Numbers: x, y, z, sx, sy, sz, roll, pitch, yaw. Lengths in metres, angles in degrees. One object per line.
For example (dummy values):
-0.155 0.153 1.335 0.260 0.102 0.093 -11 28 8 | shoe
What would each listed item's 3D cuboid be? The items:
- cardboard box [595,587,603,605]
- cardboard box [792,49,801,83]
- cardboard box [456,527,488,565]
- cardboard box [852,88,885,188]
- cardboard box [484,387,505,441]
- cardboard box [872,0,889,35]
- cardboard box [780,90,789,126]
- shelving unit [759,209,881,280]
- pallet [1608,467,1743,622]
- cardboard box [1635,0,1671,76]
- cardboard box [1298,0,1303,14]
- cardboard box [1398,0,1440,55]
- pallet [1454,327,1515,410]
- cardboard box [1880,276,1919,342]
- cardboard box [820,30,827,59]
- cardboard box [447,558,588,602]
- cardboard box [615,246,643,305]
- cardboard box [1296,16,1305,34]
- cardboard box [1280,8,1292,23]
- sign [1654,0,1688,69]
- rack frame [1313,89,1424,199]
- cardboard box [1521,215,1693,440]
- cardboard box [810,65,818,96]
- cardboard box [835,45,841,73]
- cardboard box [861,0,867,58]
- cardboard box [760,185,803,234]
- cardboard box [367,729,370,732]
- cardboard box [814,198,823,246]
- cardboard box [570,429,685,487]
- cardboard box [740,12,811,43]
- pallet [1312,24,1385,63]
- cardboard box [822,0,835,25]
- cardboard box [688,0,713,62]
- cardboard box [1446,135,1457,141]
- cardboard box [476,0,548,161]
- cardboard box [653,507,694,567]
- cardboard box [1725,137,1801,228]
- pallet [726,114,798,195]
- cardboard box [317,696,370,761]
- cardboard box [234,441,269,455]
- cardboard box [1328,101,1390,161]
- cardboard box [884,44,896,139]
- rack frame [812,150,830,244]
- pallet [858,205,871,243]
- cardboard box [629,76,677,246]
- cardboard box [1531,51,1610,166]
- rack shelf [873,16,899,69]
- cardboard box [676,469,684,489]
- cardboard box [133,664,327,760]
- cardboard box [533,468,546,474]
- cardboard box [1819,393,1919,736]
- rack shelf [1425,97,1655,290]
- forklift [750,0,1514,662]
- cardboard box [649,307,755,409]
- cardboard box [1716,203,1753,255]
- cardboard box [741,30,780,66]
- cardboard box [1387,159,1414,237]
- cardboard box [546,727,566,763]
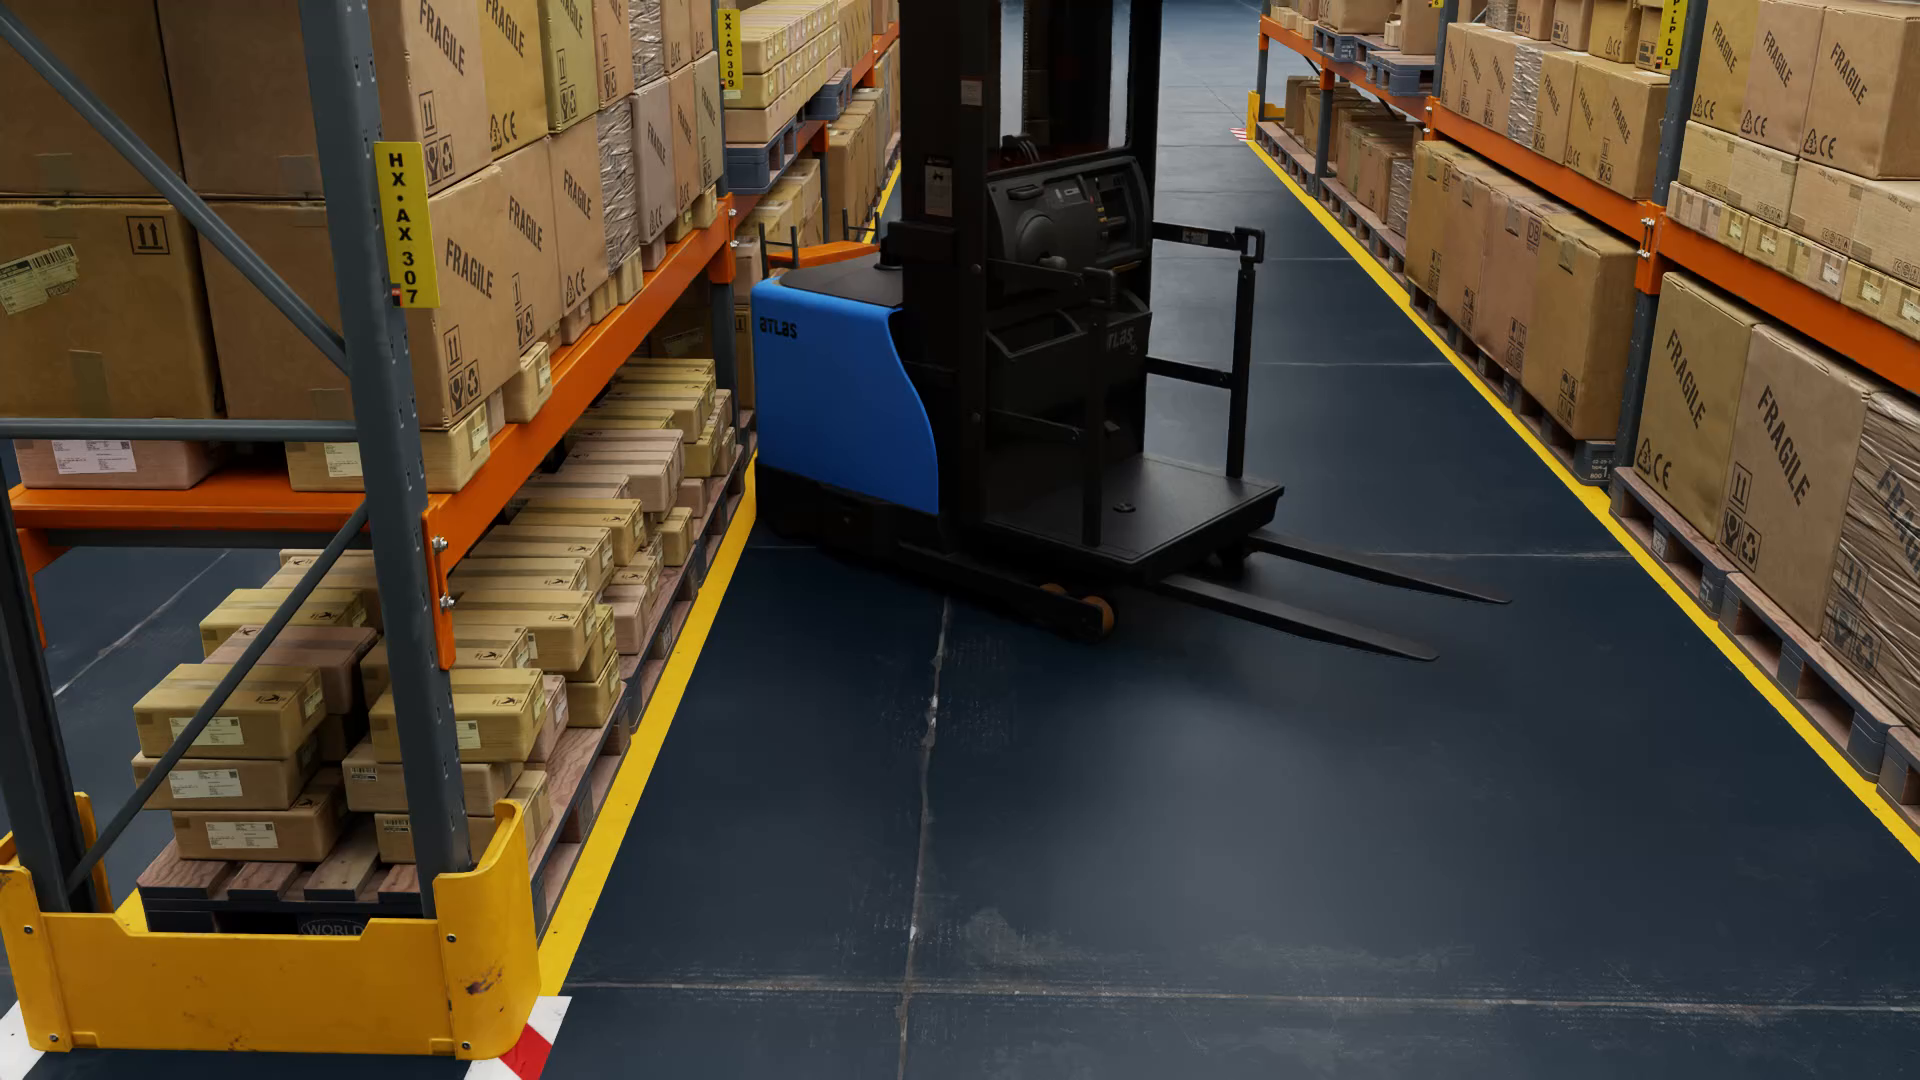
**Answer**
-1.351 0.210 5.290 0.380 0.149 0.250 0 21 -1 | cardboard box
-1.017 -2.401 8.426 0.380 0.149 0.250 1 21 4 | cardboard box
-1.785 -0.030 5.497 0.380 0.149 0.250 0 21 0 | cardboard box
-1.201 -3.482 14.385 1.050 0.750 0.750 1 21 1 | cardboard box
-1.333 -0.310 4.029 0.380 0.149 0.250 1 21 4 | cardboard box
-1.144 -5.157 15.965 0.875 0.550 0.550 1 21 2 | cardboard box
-1.029 -2.074 7.995 0.380 0.149 0.250 1 21 2 | cardboard box
-0.598 -0.866 7.581 0.258 1.200 0.503 15 26 42 | shelving unit
3.338 -0.002 6.743 1.003 0.211 1.213 1 21 2 | pallet
3.451 -2.322 7.341 0.797 0.503 0.637 0 21 0 | cardboard box
3.780 -5.359 16.144 0.875 0.500 0.500 1 21 2 | cardboard box
3.455 -3.664 11.606 0.700 0.500 0.500 4 22 10 | cardboard box
3.422 -0.999 9.311 1.003 0.211 1.213 1 21 2 | pallet
3.047 -0.698 5.029 0.380 0.149 0.250 1 21 3 | cardboard box
-0.973 -2.866 9.623 0.380 0.149 0.250 1 21 2 | cardboard box
-1.332 0.168 4.989 0.380 0.149 0.250 0 21 -1 | cardboard box
-1.265 -0.879 5.494 0.380 0.149 0.250 1 21 3 | cardboard box
3.456 -4.975 16.052 0.380 0.149 0.250 1 21 2 | cardboard box
3.522 -5.427 17.216 0.380 0.149 0.250 1 21 2 | cardboard box
2.897 -2.082 6.757 0.100 0.325 0.005 1 21 2 | sign
3.683 -4.469 14.400 1.000 3.000 0.127 1 21 2 | rack frame
3.439 -1.013 7.851 1.225 0.875 0.875 1 21 2 | cardboard box
-0.993 -2.545 9.209 0.380 0.149 0.250 1 21 3 | cardboard box
-0.949 -3.009 10.404 0.380 0.149 0.250 1 21 3 | cardboard box
-1.036 -4.233 13.652 0.500 0.500 0.500 0 21 1 | cardboard box
-1.188 -1.878 9.559 0.500 0.250 0.500 1 21 3 | cardboard box
-1.828 0.531 4.875 0.380 0.149 0.250 1 21 1 | cardboard box
-1.152 -1.904 10.663 0.500 0.500 0.500 1 21 1 | cardboard box
-1.236 -0.305 6.208 0.380 0.149 0.250 0 21 -1 | cardboard box
-1.000 -2.726 8.852 0.380 0.149 0.250 1 21 3 | cardboard box
3.514 -4.105 13.727 1.003 0.211 1.213 1 21 2 | pallet
-0.960 -3.197 10.066 0.380 0.149 0.250 0 21 1 | cardboard box
-1.259 -2.146 6.482 0.500 0.500 0.500 0 21 0 | cardboard box
3.552 -2.655 11.535 0.500 0.250 0.500 1 21 4 | cardboard box
-1.349 -1.215 4.081 0.500 0.500 0.500 1 21 3 | cardboard box
-1.218 -0.015 6.280 0.380 0.149 0.250 1 21 2 | cardboard box
3.143 -1.299 6.025 0.500 0.250 0.500 1 21 1 | cardboard box
-1.346 -1.853 7.923 1.003 0.211 1.213 1 21 2 | pallet
-1.844 0.485 4.581 0.380 0.149 0.250 0 21 0 | cardboard box
-1.864 -0.315 4.041 0.380 0.149 0.250 1 21 2 | cardboard box
3.745 -3.851 15.682 0.500 0.500 0.500 8 22 19 | cardboard box
-1.129 -4.648 17.217 0.875 0.875 0.875 0 21 1 | cardboard box
-1.393 -3.114 10.908 1.000 3.000 0.127 1 21 2 | rack frame
-1.254 -2.538 13.279 1.003 0.211 1.213 1 21 2 | pallet
-1.281 -1.307 5.702 0.500 0.500 0.500 1 21 1 | cardboard box
3.212 -2.163 8.319 0.500 0.500 0.500 0 21 1 | cardboard box
-1.211 -4.948 16.629 1.077 0.370 4.000 1 21 2 | rack shelf
-1.299 -0.271 6.530 0.380 0.149 0.250 1 21 2 | cardboard box
-1.874 0.440 4.285 0.380 0.149 0.250 1 21 2 | cardboard box
-1.778 -0.168 6.264 0.380 0.149 0.250 2 21 4 | cardboard box
3.285 0.103 4.973 0.875 0.875 0.875 1 21 2 | cardboard box
3.501 -1.964 8.939 1.077 0.370 4.000 1 21 2 | rack shelf
0.583 -1.209 6.094 3.031 2.935 1.130 17 27 37 | forklift
-1.227 -0.962 8.238 0.500 0.500 0.500 1 21 4 | cardboard box
3.083 -1.166 6.234 0.380 0.149 0.250 1 21 3 | cardboard box
-1.041 -2.262 7.656 0.380 0.149 0.250 1 21 3 | cardboard box
3.566 -2.506 12.188 0.700 0.500 0.500 -1 21 -3 | cardboard box
-1.374 0.541 4.850 0.380 0.149 0.250 1 21 2 | cardboard box
